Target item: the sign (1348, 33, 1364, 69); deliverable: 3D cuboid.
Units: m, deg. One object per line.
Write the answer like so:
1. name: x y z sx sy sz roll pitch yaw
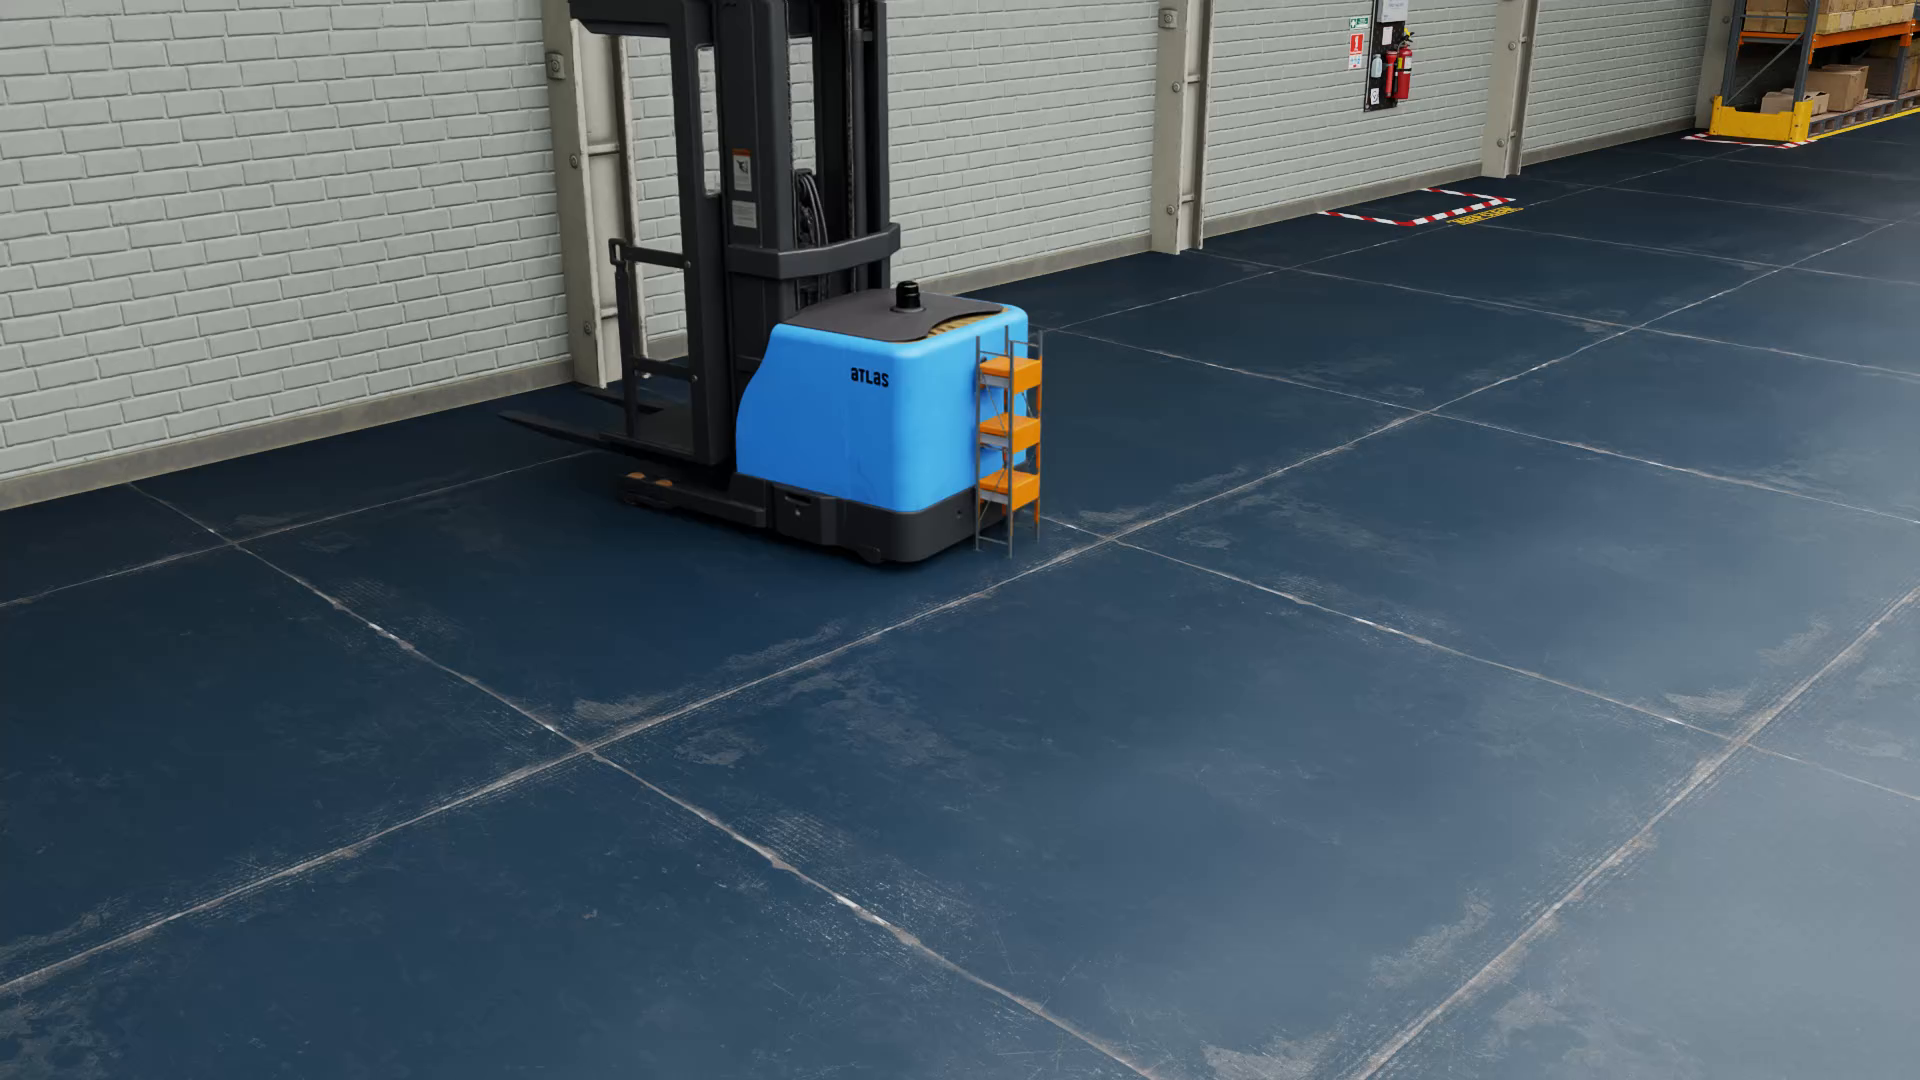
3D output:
1. sign: 3.896 -4.810 16.358 0.001 0.329 0.234 19 28 41

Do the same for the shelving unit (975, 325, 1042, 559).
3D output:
1. shelving unit: 0.226 -0.457 7.800 0.215 1.050 0.252 14 25 32

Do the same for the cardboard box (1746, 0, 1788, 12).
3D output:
1. cardboard box: 10.601 -7.145 21.619 0.500 0.500 0.500 19 28 40

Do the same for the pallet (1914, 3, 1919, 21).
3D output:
1. pallet: 13.852 -7.780 24.402 1.003 0.211 1.213 19 28 41

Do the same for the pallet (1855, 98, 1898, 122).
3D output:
1. pallet: 12.771 -6.226 23.980 1.003 0.211 1.213 19 28 41

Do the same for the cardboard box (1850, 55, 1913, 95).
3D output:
1. cardboard box: 13.716 -6.941 24.824 0.500 0.500 0.700 -19 28 -40

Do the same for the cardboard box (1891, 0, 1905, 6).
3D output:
1. cardboard box: 12.762 -7.670 22.985 0.500 0.500 0.500 19 28 40

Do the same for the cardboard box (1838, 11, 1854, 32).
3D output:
1. cardboard box: 11.344 -6.804 21.776 0.500 0.250 0.500 18 28 39

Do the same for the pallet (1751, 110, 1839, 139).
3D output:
1. pallet: 11.069 -5.599 22.348 1.003 0.211 1.213 19 28 41

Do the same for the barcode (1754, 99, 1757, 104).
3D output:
1. barcode: 10.697 -5.896 22.355 0.001 0.075 0.075 19 28 41

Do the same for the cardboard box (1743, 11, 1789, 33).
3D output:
1. cardboard box: 10.611 -6.789 21.739 0.500 0.250 0.500 -20 28 -41

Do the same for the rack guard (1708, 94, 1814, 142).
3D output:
1. rack guard: 10.477 -5.534 21.776 1.175 0.500 0.348 19 28 41

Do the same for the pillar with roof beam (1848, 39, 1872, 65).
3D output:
1. pillar with roof beam: 17.563 -10.343 22.441 9.100 9.000 0.400 19 28 41

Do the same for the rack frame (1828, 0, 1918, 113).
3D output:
1. rack frame: 13.214 -7.710 23.952 1.000 3.000 0.127 19 28 41

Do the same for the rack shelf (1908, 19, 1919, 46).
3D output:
1. rack shelf: 14.610 -7.888 25.418 1.077 0.370 4.000 19 28 41

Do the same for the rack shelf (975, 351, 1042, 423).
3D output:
1. rack shelf: 0.226 -0.712 7.702 0.215 0.259 0.240 14 25 32

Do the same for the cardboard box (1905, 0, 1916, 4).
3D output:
1. cardboard box: 13.106 -7.800 23.323 0.500 0.500 0.500 19 28 41

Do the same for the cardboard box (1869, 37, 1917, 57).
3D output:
1. cardboard box: 14.021 -7.406 24.986 0.500 0.250 0.500 19 28 40

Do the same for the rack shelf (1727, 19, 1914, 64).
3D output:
1. rack shelf: 11.819 -6.860 22.743 1.077 0.370 4.000 19 28 41

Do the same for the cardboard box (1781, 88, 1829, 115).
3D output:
1. cardboard box: 11.369 -5.933 22.465 0.500 0.311 0.500 -17 27 -38

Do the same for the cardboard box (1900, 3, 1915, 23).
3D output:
1. cardboard box: 13.101 -7.451 23.461 0.500 0.250 0.500 19 28 41

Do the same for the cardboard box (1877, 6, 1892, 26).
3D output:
1. cardboard box: 12.408 -7.192 22.787 0.500 0.250 0.500 19 28 40

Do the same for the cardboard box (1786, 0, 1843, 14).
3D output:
1. cardboard box: 10.972 -7.018 21.289 0.500 0.500 0.500 19 28 41

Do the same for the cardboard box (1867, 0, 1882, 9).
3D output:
1. cardboard box: 12.041 -7.410 22.307 0.500 0.500 0.500 -19 28 -40

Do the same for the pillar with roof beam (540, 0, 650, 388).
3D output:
1. pillar with roof beam: 0.820 -4.174 6.390 9.100 9.000 0.400 19 28 41

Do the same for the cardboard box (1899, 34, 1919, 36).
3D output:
1. cardboard box: 14.742 -7.664 25.659 0.500 0.250 0.500 19 28 40

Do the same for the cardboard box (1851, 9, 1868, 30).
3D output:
1. cardboard box: 11.704 -6.933 22.113 0.500 0.250 0.500 19 28 40

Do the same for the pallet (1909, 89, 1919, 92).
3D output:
1. pallet: 14.608 -6.924 25.793 1.003 0.211 1.213 19 28 41

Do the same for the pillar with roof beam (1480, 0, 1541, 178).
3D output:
1. pillar with roof beam: 9.191 -7.258 14.416 9.100 9.000 0.400 19 28 41

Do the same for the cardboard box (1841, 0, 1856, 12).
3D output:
1. cardboard box: 11.324 -7.143 21.613 0.500 0.500 0.500 19 28 41

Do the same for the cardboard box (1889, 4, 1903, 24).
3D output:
1. cardboard box: 12.748 -7.325 23.133 0.500 0.250 0.500 19 28 41

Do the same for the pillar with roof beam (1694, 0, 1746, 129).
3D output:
1. pillar with roof beam: 13.377 -8.801 18.428 9.100 9.000 0.400 19 28 41

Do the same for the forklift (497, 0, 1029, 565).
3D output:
1. forklift: -1.157 -1.649 8.280 3.031 2.935 1.130 14 25 32

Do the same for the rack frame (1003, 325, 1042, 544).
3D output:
1. rack frame: 0.295 -0.493 7.894 0.200 1.050 0.008 14 25 32

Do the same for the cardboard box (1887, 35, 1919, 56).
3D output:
1. cardboard box: 14.381 -7.540 25.337 0.500 0.250 0.500 18 28 39

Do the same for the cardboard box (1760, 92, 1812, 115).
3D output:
1. cardboard box: 10.971 -5.787 22.084 0.500 0.311 0.500 15 26 35

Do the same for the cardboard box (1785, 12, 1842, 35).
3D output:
1. cardboard box: 10.992 -6.667 21.419 0.500 0.250 0.500 18 28 39

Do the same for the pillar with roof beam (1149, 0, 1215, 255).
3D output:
1. pillar with roof beam: 5.006 -5.716 10.403 9.100 9.000 0.400 19 28 41

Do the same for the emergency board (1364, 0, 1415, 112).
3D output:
1. emergency board: 4.356 -4.910 16.667 0.194 1.169 0.643 19 28 41

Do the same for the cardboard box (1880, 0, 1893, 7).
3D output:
1. cardboard box: 12.403 -7.543 22.656 0.500 0.500 0.500 18 28 39

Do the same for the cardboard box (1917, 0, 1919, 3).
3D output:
1. cardboard box: 13.594 -8.084 24.173 0.700 0.500 0.500 19 28 41

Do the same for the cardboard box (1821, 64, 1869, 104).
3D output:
1. cardboard box: 12.519 -6.471 23.601 0.500 0.500 0.500 17 27 37

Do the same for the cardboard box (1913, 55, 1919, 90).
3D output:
1. cardboard box: 14.425 -7.208 25.517 0.700 0.500 0.500 20 28 41

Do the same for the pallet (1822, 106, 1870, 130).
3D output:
1. pallet: 11.920 -5.911 23.160 1.003 0.211 1.213 19 28 41

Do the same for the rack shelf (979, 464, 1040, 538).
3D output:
1. rack shelf: 0.226 -0.188 7.904 0.215 0.259 0.240 14 25 32

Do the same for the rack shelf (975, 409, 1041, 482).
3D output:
1. rack shelf: 0.226 -0.447 7.804 0.215 0.259 0.240 14 25 32

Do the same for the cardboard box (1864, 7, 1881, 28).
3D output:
1. cardboard box: 12.058 -7.062 22.449 0.500 0.250 0.500 20 28 41

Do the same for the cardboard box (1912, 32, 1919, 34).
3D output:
1. cardboard box: 15.097 -7.797 26.006 0.500 0.250 0.500 -20 28 -41

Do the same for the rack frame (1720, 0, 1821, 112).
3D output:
1. rack frame: 10.424 -6.681 21.277 1.000 3.000 0.127 19 28 41

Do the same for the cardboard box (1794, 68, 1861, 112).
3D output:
1. cardboard box: 11.916 -6.198 22.890 0.700 0.500 0.500 17 27 37

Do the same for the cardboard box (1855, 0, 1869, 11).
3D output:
1. cardboard box: 11.689 -7.274 21.954 0.500 0.500 0.500 18 27 39

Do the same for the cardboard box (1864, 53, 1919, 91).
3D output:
1. cardboard box: 14.041 -7.087 25.203 0.700 0.500 0.500 19 28 40

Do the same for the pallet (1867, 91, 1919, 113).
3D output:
1. pallet: 13.757 -6.608 24.974 1.003 0.211 1.213 19 28 41

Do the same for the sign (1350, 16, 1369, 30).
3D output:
1. sign: 3.906 -5.056 16.261 0.001 0.109 0.331 19 28 41

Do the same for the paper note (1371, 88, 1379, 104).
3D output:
1. paper note: 4.183 -4.470 16.752 0.016 0.148 0.142 19 28 41

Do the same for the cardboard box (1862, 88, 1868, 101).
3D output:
1. cardboard box: 12.863 -6.447 24.004 0.380 0.166 0.250 15 26 34

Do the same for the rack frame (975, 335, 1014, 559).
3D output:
1. rack frame: 0.157 -0.421 7.706 0.200 1.050 0.008 14 25 32
